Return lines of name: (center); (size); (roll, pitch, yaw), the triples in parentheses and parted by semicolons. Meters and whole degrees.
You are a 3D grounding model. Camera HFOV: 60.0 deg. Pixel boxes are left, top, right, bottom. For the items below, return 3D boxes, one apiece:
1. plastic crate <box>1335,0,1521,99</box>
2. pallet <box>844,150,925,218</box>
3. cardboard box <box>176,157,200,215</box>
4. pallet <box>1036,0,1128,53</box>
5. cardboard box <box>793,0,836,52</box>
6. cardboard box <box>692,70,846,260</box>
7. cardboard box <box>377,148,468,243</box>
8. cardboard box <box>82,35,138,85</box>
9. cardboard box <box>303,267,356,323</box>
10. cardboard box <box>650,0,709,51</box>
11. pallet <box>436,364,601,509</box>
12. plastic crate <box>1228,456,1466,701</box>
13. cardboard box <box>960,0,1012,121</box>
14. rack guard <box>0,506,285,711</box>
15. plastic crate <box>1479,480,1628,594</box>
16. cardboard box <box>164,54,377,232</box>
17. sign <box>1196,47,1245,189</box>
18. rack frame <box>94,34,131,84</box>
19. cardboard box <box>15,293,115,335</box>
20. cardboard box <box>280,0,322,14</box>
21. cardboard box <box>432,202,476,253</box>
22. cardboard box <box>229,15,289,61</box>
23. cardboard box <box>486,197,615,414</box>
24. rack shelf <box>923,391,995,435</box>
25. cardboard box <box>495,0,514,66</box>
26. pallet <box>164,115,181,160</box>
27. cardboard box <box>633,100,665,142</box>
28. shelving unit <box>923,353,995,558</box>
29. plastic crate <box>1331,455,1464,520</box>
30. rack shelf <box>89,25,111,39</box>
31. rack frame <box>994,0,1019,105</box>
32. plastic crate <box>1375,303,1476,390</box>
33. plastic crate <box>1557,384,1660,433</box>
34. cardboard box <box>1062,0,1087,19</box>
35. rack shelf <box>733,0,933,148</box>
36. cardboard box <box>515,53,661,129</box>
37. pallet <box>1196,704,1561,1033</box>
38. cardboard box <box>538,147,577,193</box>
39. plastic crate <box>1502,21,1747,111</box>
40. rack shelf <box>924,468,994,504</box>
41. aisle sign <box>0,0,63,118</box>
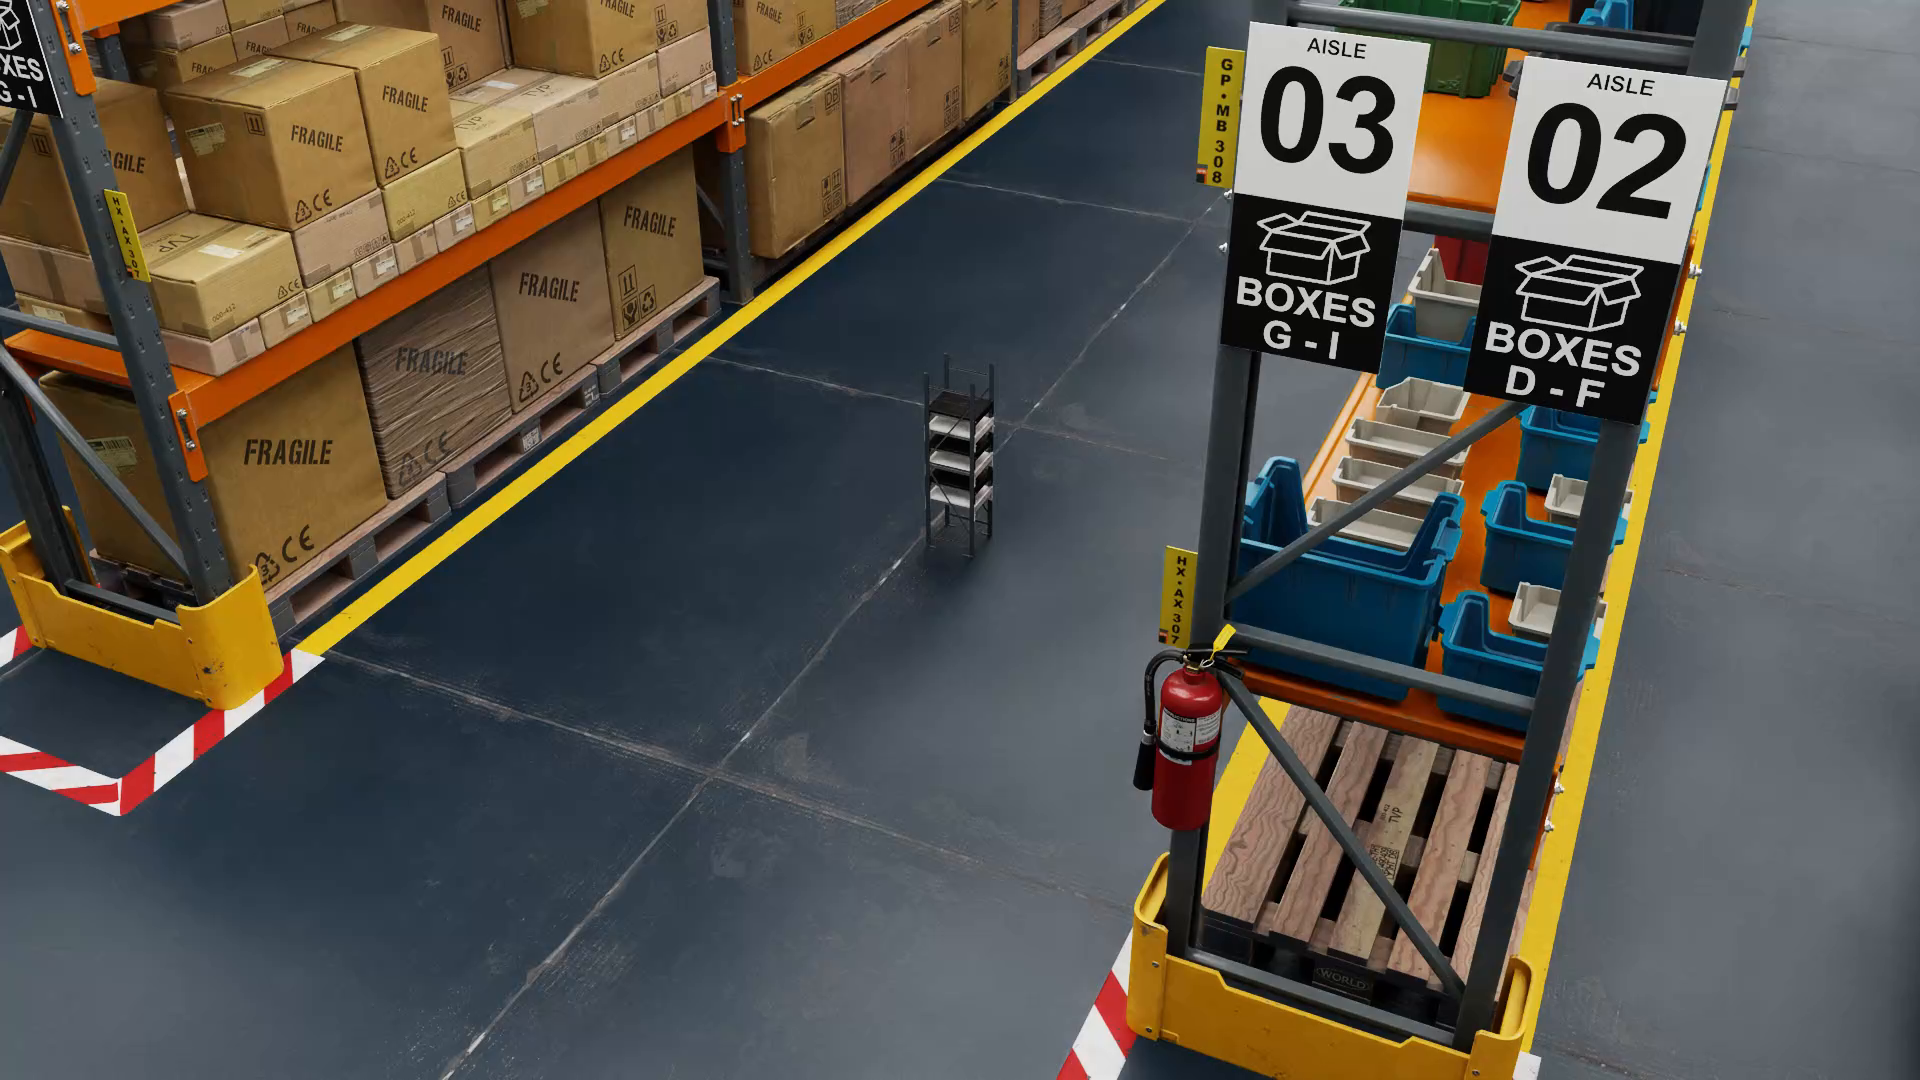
plastic crate: (1.269, -1.372, 4.565); (0.450, 0.188, 0.336); (14, 36, 20)
pallet: (-0.946, -2.623, 11.558); (1.003, 0.211, 1.213); (14, 36, 20)
cardboard box: (-3.208, -1.402, 7.018); (0.500, 0.250, 0.500); (14, 36, 20)
pallet: (0.804, -4.598, 14.570); (1.003, 0.211, 1.213); (14, 36, 20)
cardboard box: (-1.080, -3.242, 9.868); (0.500, 0.500, 0.500); (14, 36, 21)
cardboard box: (-1.460, -2.388, 10.212); (1.225, 0.875, 0.875); (14, 36, 21)
cardboard box: (-2.512, -1.534, 7.220); (0.500, 0.250, 0.500); (13, 35, 19)
cardboard box: (-6.091, -3.523, 12.284); (0.500, 0.500, 0.500); (13, 36, 20)
cardboard box: (-2.722, -1.038, 6.826); (0.380, 0.149, 0.250); (13, 36, 19)
cardboard box: (-1.659, -2.863, 8.562); (0.500, 0.500, 0.500); (15, 36, 22)
pallet: (-2.608, -0.641, 8.536); (1.003, 0.211, 1.213); (14, 36, 20)
plastic crate: (1.086, 0.101, 4.774); (0.616, 0.435, 0.499); (14, 36, 20)
cardboard box: (-0.344, -3.718, 12.240); (1.225, 0.875, 0.875); (13, 35, 18)
rack guard: (-3.393, 0.271, 6.880); (1.175, 0.500, 0.348); (14, 36, 20)
plastic crate: (1.793, 0.020, 5.082); (0.416, 0.233, 0.300); (14, 36, 20)
cardboard box: (-2.728, -1.587, 6.617); (0.500, 0.500, 0.500); (13, 36, 19)
sign: (0.609, -0.978, 3.866); (0.100, 0.325, 0.005); (14, 36, 20)
rack frame: (-6.172, -3.966, 11.063); (1.000, 3.000, 0.127); (14, 36, 20)
cardboard box: (-3.533, -0.934, 6.667); (0.380, 0.149, 0.250); (15, 36, 21)
cardboard box: (-5.185, -4.236, 12.688); (0.500, 0.250, 0.500); (16, 36, 22)
cardboard box: (-2.399, -1.423, 7.413); (0.380, 0.149, 0.250); (14, 36, 20)
cardboard box: (-5.402, -3.668, 12.504); (0.500, 0.500, 0.500); (16, 36, 23)
cardboard box: (-2.435, -1.306, 8.562); (0.875, 0.875, 0.875); (14, 36, 20)
rack shelf: (-0.003, -0.570, 7.367); (0.258, 0.077, 0.200); (14, 36, 20)
cardboard box: (-2.355, -2.730, 8.359); (0.500, 0.500, 0.500); (14, 36, 20)
pallet: (-5.848, -3.188, 12.420); (1.003, 0.211, 1.213); (14, 36, 20)
cardboard box: (-1.754, -2.190, 8.583); (0.380, 0.149, 0.250); (14, 36, 20)
shelving unit: (-0.003, -0.372, 7.497); (0.258, 0.900, 0.210); (14, 36, 20)
plastic crate: (1.427, -0.153, 5.434); (0.396, 0.136, 0.243); (14, 36, 20)
rack shelf: (-7.009, -2.669, 9.741); (1.077, 0.370, 4.000); (14, 36, 20)
rack frame: (-0.036, -4.770, 12.289); (1.000, 3.000, 0.127); (14, 36, 20)
plastic crate: (1.742, -0.686, 6.159); (0.416, 0.233, 0.300); (14, 36, 20)
plastic crate: (2.194, -0.457, 5.810); (0.416, 0.233, 0.300); (14, 36, 20)
cardboard box: (0.678, -4.810, 14.229); (0.700, 0.500, 0.500); (17, 37, 24)
rack shelf: (-0.873, -3.473, 10.967); (1.077, 0.370, 4.000); (14, 36, 20)
cardboard box: (-1.870, -2.301, 8.390); (0.500, 0.250, 0.500); (15, 36, 22)
pallet: (1.496, 1.115, 5.857); (1.003, 0.211, 1.213); (14, 36, 20)
cardboard box: (-2.077, -1.806, 7.998); (0.380, 0.149, 0.250); (14, 36, 20)
plastic crate: (1.530, -0.977, 3.888); (0.497, 0.269, 0.590); (14, 36, 20)
rack shelf: (-0.003, -0.269, 7.565); (0.258, 0.077, 0.200); (14, 36, 20)
aisle sign: (-3.141, -1.768, 5.340); (0.394, 0.787, 0.004); (14, 36, 20)
